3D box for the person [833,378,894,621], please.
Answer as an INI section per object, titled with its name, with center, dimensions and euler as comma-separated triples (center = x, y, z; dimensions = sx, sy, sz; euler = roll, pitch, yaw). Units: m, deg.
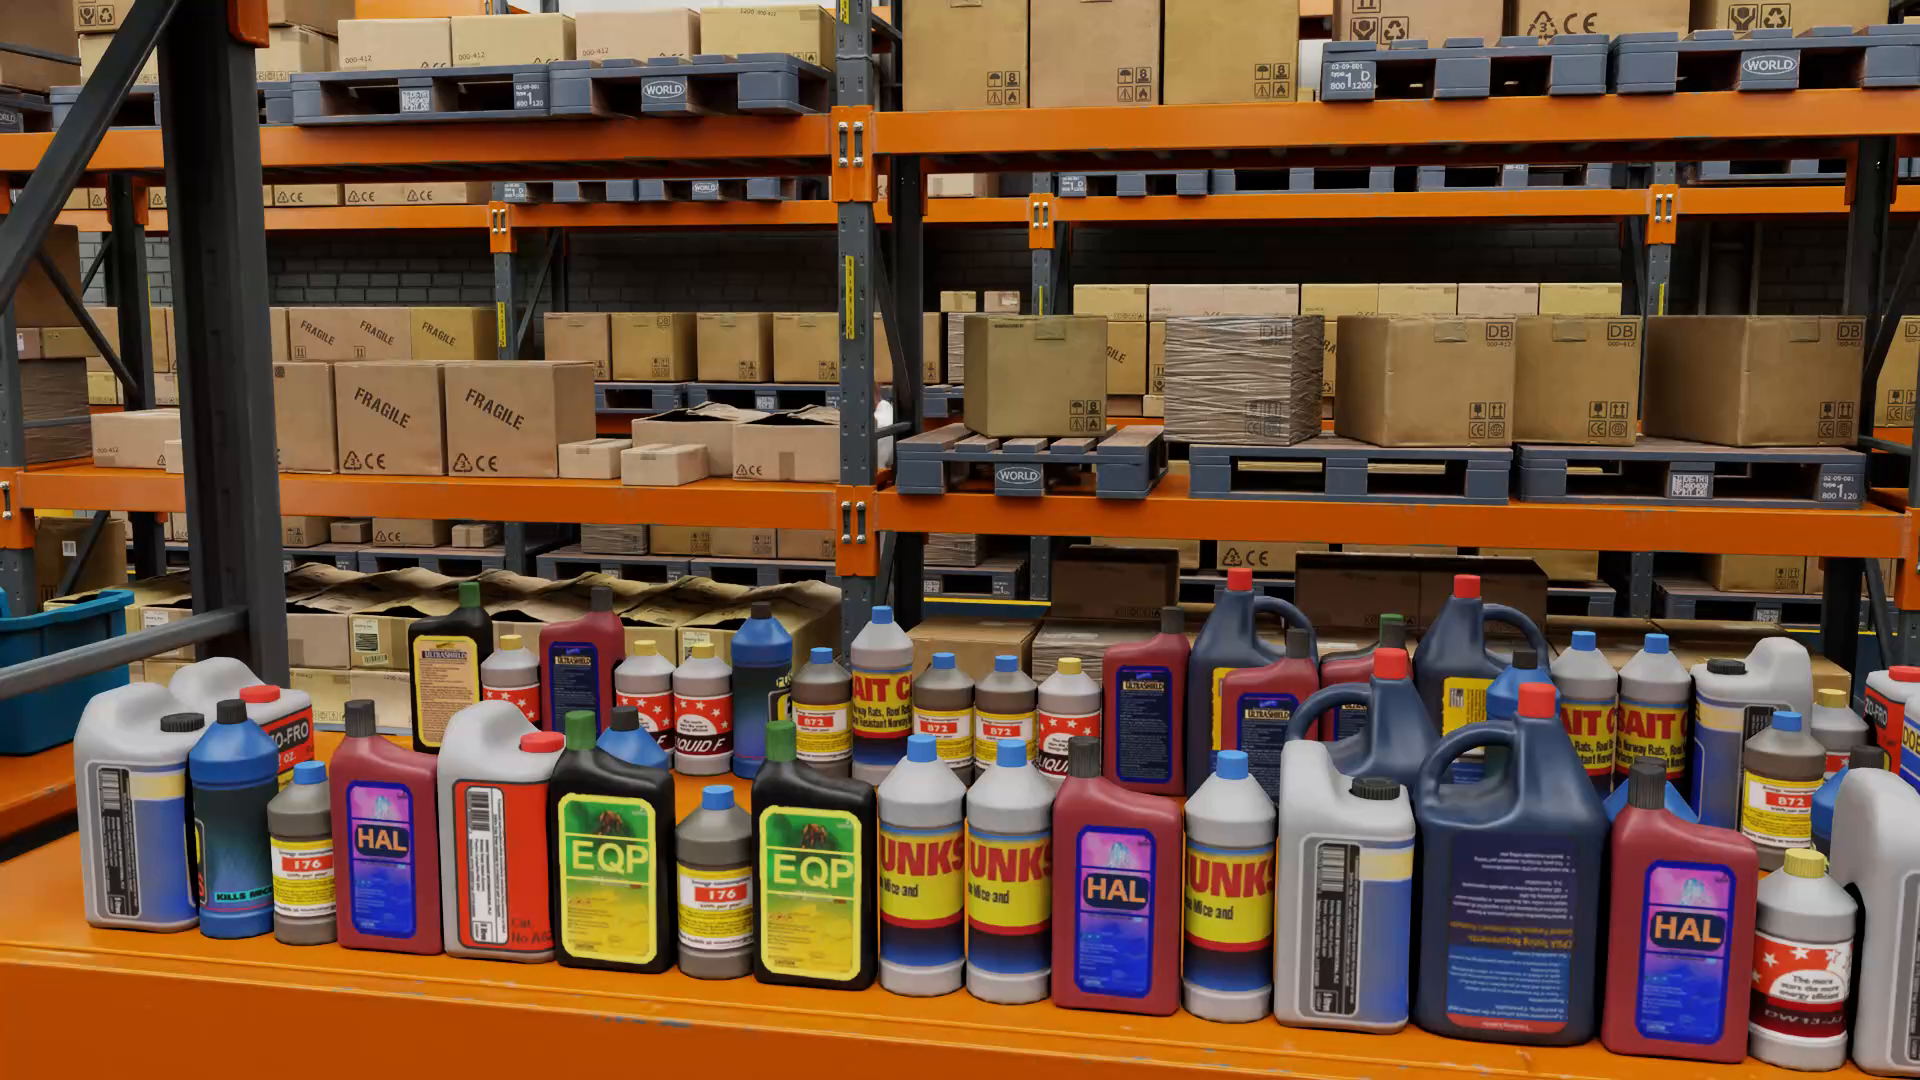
[person]
center = -0.440, -0.087, 9.340
dimensions = 0.459, 1.697, 0.599
euler = 2, 8, 13
